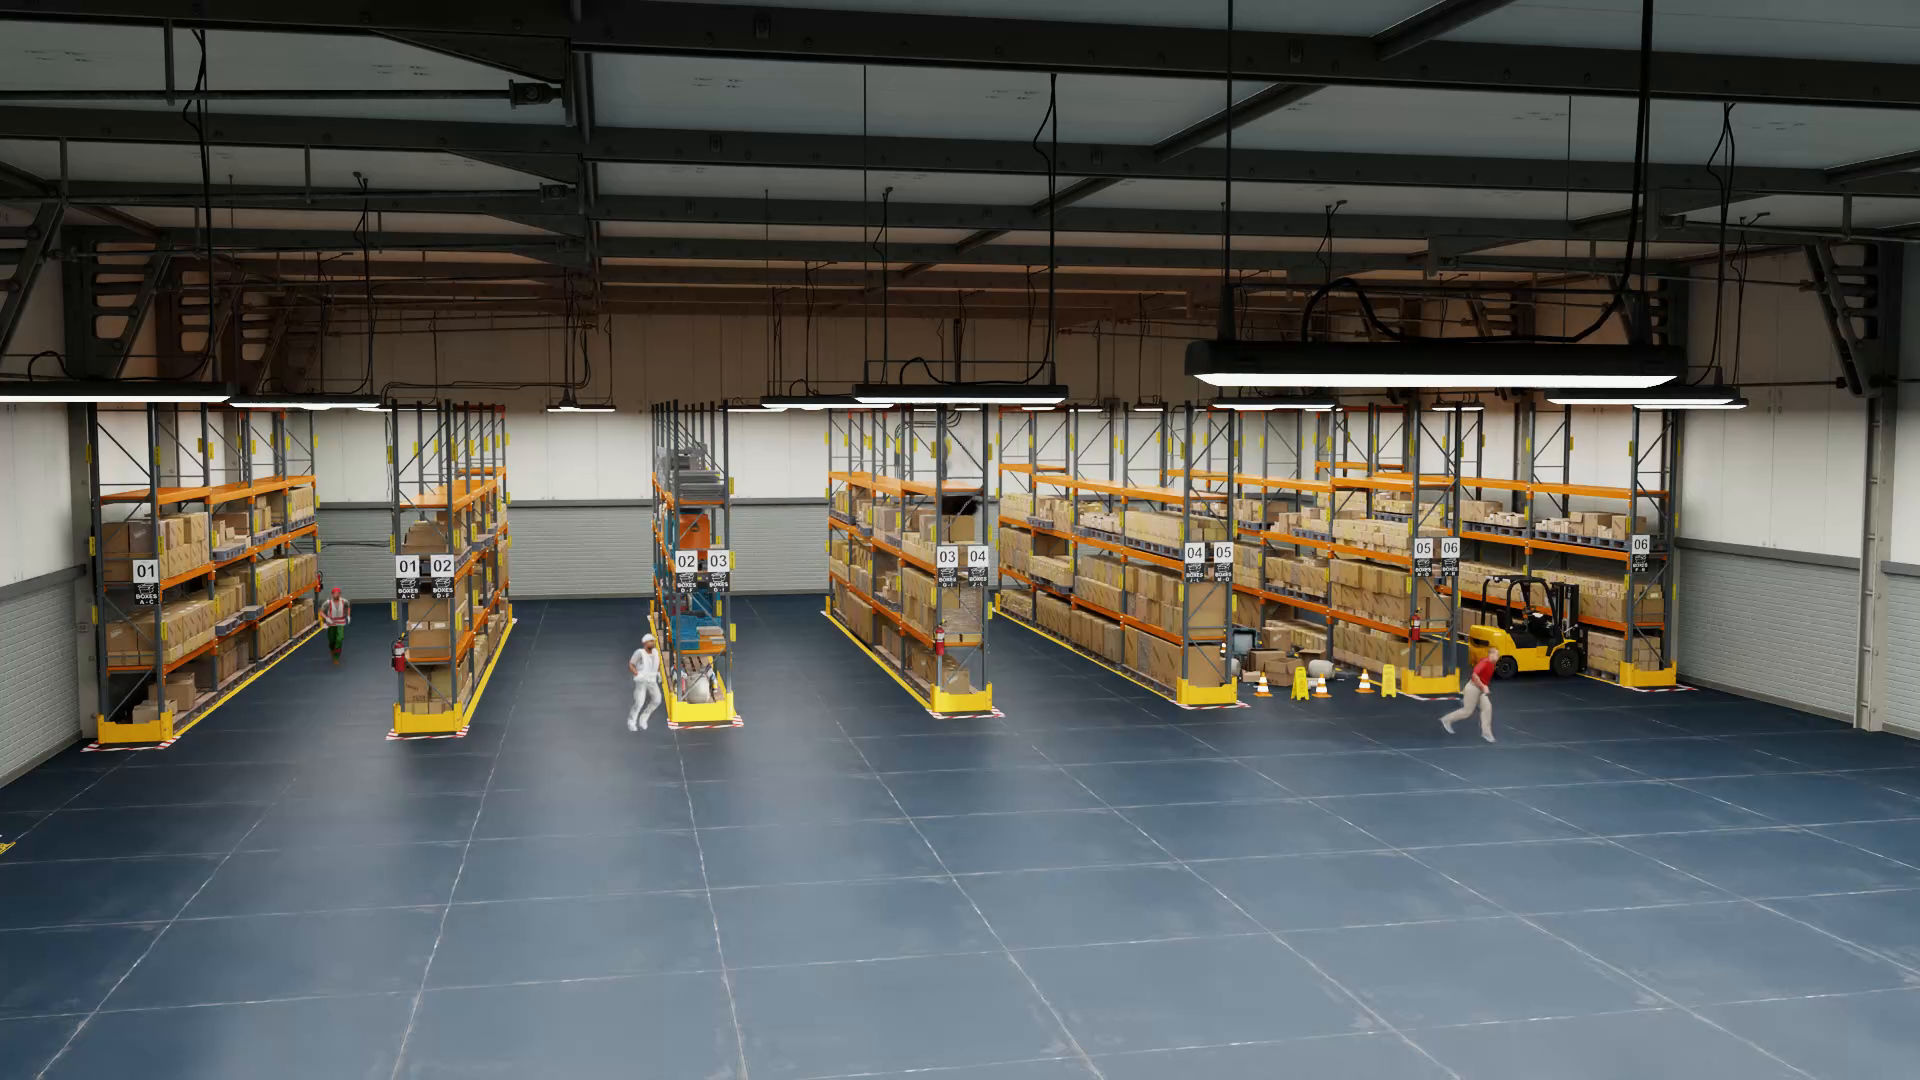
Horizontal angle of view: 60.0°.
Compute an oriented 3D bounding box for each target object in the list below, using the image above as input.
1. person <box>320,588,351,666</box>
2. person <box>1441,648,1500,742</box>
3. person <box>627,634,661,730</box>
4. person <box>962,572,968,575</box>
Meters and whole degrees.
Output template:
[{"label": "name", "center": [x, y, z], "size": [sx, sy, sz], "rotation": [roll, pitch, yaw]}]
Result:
[{"label": "person", "center": [-14.346, 1.964, 38.226], "size": [0.683, 1.772, 0.969], "rotation": [-2, 5, -27]}, {"label": "person", "center": [9.015, 2.712, 29.352], "size": [1.007, 1.692, 0.693], "rotation": [2, 5, 27]}, {"label": "person", "center": [-5.677, 2.575, 30.229], "size": [0.597, 1.729, 0.749], "rotation": [4, 6, 44]}, {"label": "person", "center": [0.182, 1.378, 46.906], "size": [0.637, 1.627, 0.516], "rotation": [-1, 4, -8]}]
